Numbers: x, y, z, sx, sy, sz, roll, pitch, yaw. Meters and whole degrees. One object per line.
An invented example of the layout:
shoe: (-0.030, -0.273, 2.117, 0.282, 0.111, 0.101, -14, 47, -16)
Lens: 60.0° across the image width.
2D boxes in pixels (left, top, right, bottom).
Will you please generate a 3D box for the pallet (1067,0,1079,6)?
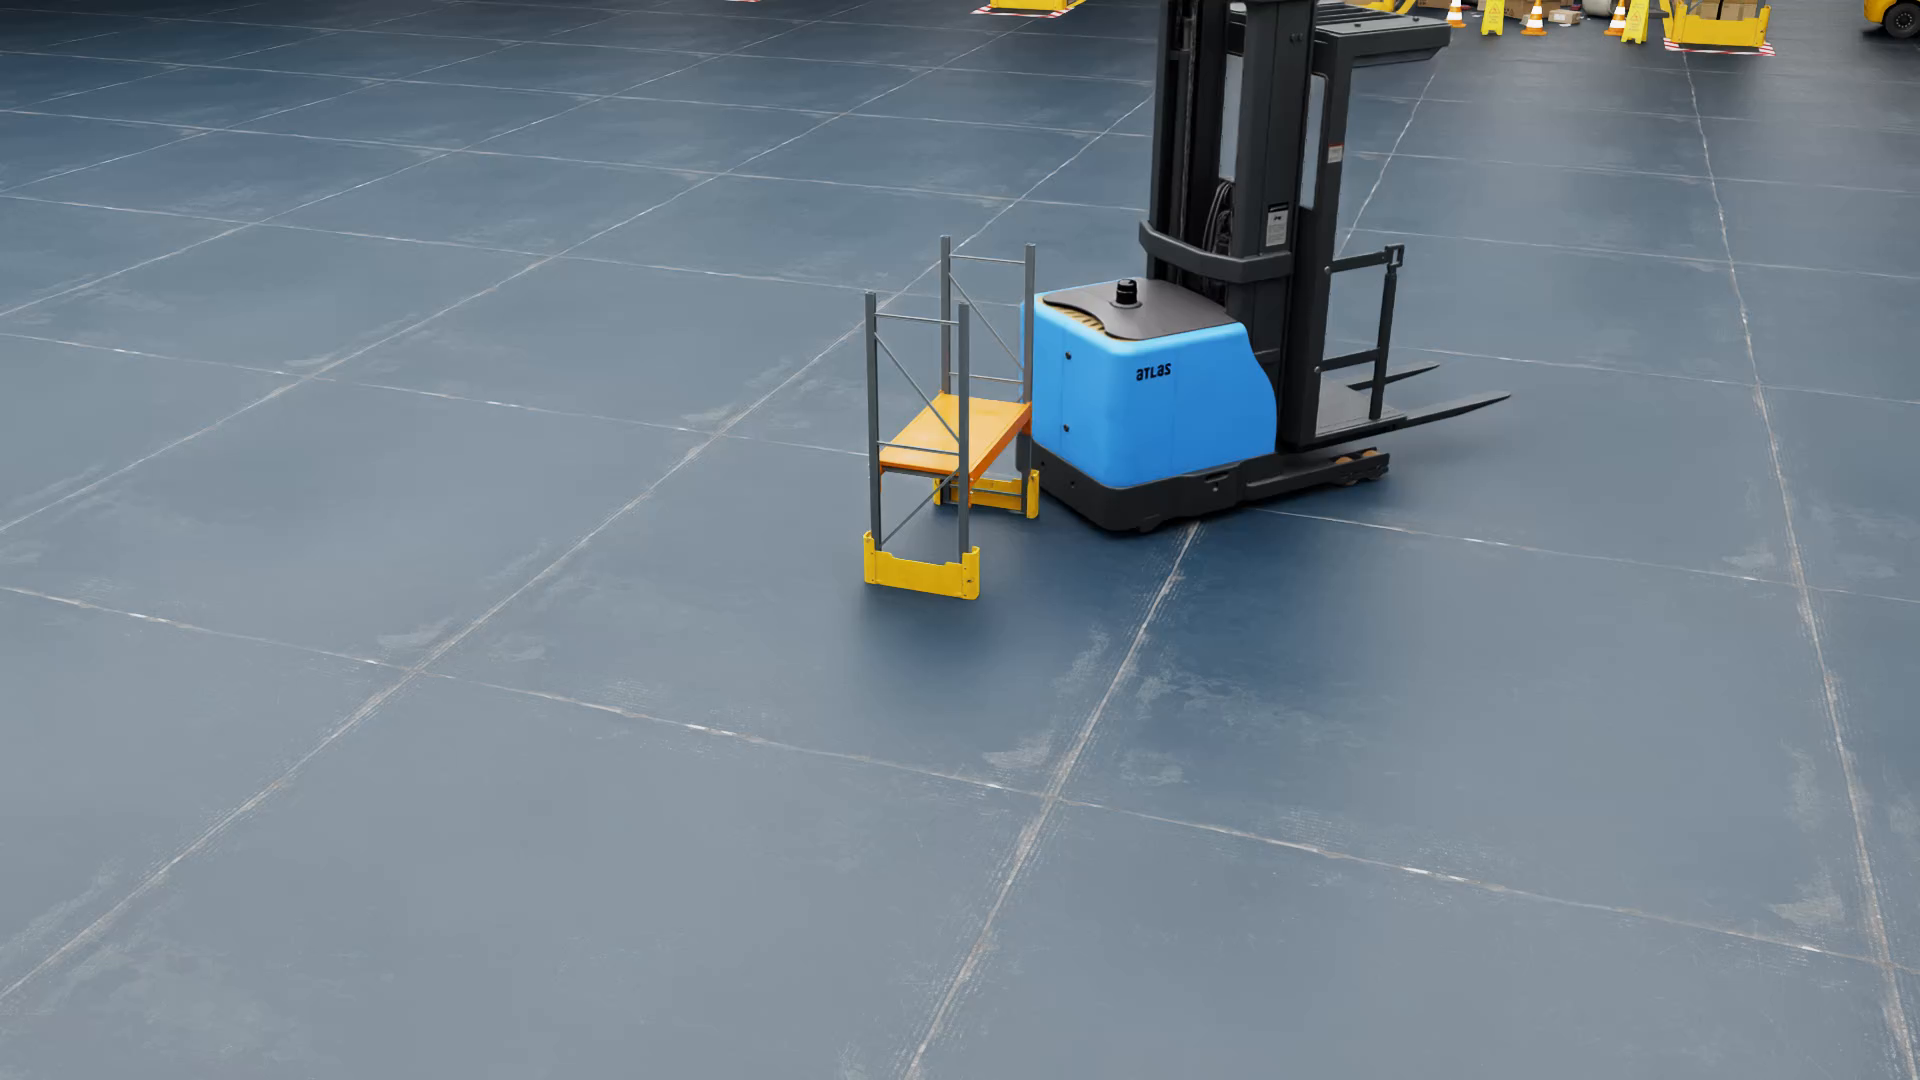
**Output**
pallet: (1.367, -8.706, 26.489, 1.003, 0.211, 1.213, 9, 27, 17)

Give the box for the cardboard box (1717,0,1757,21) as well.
cardboard box: (10.912, -7.407, 23.280, 0.500, 0.250, 0.500, 9, 27, 17)

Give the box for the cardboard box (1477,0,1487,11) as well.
cardboard box: (8.177, -8.280, 25.547, 0.396, 0.266, 0.258, 14, 29, 26)

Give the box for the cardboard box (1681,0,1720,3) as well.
cardboard box: (10.404, -7.820, 23.272, 0.500, 0.500, 0.500, 9, 27, 18)

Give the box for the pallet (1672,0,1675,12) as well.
pallet: (11.524, -8.272, 25.592, 1.003, 0.211, 1.213, 9, 27, 17)

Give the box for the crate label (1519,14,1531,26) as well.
crate label: (8.353, -7.593, 24.275, 0.250, 0.136, 0.298, -5, 26, -9)

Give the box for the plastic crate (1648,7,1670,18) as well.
plastic crate: (10.418, -7.968, 25.114, 0.402, 0.080, 0.583, 0, 26, -1)

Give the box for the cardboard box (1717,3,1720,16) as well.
cardboard box: (11.089, -7.616, 23.711, 0.500, 0.250, 0.500, 10, 27, 19)

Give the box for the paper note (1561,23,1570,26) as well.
paper note: (8.820, -7.505, 24.216, 0.148, 0.019, 0.142, 0, 26, -1)

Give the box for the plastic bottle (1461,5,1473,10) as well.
plastic bottle: (7.755, -8.215, 25.648, 0.283, 0.061, 0.133, 0, 26, -1)

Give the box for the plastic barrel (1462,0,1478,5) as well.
plastic barrel: (8.082, -8.636, 26.101, 0.421, 0.421, 0.512, -14, 29, -27)

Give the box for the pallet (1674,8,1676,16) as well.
pallet: (11.120, -7.769, 24.553, 1.003, 0.211, 1.213, 9, 27, 17)

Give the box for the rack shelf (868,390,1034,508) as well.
rack shelf: (-0.028, -0.478, 8.429, 0.538, 0.185, 1.000, 9, 27, 17)

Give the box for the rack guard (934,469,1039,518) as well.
rack guard: (0.140, -0.286, 9.054, 0.587, 0.250, 0.087, 9, 27, 17)

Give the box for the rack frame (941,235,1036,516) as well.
rack frame: (0.141, -0.849, 8.782, 0.500, 1.500, 0.032, 9, 27, 17)

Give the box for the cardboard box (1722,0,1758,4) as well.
cardboard box: (10.920, -7.754, 23.136, 0.500, 0.500, 0.500, 8, 27, 16)

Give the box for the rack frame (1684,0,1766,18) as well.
rack frame: (10.383, -8.164, 22.170, 1.000, 3.000, 0.127, 9, 27, 17)

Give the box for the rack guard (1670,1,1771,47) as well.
rack guard: (10.408, -7.070, 22.779, 1.175, 0.500, 0.348, 9, 27, 17)

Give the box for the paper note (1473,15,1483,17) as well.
paper note: (7.790, -7.884, 25.001, 0.144, 0.017, 0.142, 20, 32, 35)

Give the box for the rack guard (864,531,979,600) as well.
rack guard: (-0.191, 0.123, 8.208, 0.587, 0.250, 0.087, 9, 27, 17)

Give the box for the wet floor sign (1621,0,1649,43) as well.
wet floor sign: (9.311, -7.182, 22.842, 0.267, 0.644, 0.232, 20, 32, 35)

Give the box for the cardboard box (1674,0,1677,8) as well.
cardboard box: (10.747, -7.914, 24.327, 0.500, 0.250, 0.500, 8, 27, 16)

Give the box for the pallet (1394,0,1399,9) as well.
pallet: (6.281, -8.425, 25.909, 1.003, 0.211, 1.213, 9, 27, 17)

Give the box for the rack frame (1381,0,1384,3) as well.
rack frame: (5.681, -8.841, 23.567, 1.000, 3.000, 0.127, 9, 27, 17)

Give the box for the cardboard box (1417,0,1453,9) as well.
cardboard box: (7.464, -8.574, 25.881, 0.500, 0.500, 0.500, 14, 29, 26)

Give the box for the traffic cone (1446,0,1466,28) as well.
traffic cone: (7.197, -7.711, 24.145, 0.336, 0.463, 0.334, 9, 27, 17)

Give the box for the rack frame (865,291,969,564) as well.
rack frame: (-0.198, -0.431, 7.919, 0.500, 1.500, 0.032, 9, 27, 17)

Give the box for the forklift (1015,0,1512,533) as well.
forklift: (1.854, -1.806, 9.117, 3.031, 2.935, 1.130, -14, 29, -26)

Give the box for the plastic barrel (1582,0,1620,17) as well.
plastic barrel: (9.643, -8.073, 24.938, 0.421, 0.421, 0.512, -14, 29, -27)

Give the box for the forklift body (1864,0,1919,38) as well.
forklift body: (13.976, -8.108, 23.027, 2.313, 2.155, 1.214, 9, 27, 17)

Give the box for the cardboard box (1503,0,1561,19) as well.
cardboard box: (8.580, -8.130, 24.963, 0.797, 0.503, 0.637, -9, 27, -18)

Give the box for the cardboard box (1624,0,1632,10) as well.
cardboard box: (10.074, -8.441, 25.607, 0.500, 0.500, 0.500, -14, 29, -27)

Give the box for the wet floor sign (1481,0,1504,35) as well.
wet floor sign: (7.539, -7.482, 23.462, 0.267, 0.644, 0.232, 4, 26, 8)

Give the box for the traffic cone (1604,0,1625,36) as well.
traffic cone: (9.310, -7.386, 23.474, 0.336, 0.463, 0.334, 9, 27, 17)

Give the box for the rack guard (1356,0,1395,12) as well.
rack guard: (5.673, -7.706, 24.091, 1.175, 0.500, 0.348, 9, 27, 17)

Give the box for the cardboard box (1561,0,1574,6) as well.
cardboard box: (9.419, -8.554, 26.112, 0.258, 0.266, 0.396, -9, 27, -18)

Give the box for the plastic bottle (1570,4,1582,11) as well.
plastic bottle: (9.516, -8.227, 25.672, 0.133, 0.061, 0.283, 14, 29, 26)

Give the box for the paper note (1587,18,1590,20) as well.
paper note: (9.364, -7.761, 24.768, 0.032, 0.001, 0.123, 9, 27, 17)

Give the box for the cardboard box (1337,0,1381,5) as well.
cardboard box: (5.845, -8.361, 24.534, 0.875, 0.875, 0.875, 9, 27, 18)

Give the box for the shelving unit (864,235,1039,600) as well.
shelving unit: (-0.025, -0.644, 8.358, 0.587, 1.500, 1.083, 9, 27, 17)

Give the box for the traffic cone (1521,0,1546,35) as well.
traffic cone: (8.150, -7.407, 23.518, 0.336, 0.463, 0.334, 9, 27, 17)

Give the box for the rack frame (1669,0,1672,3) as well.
rack frame: (11.714, -9.808, 25.565, 1.000, 3.000, 0.127, 9, 27, 17)

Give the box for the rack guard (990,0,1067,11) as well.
rack guard: (1.063, -8.508, 25.747, 1.175, 0.500, 0.348, 9, 27, 17)

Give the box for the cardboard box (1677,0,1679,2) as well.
cardboard box: (10.578, -7.699, 23.882, 0.500, 0.250, 0.500, 9, 27, 18)

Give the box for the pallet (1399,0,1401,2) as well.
pallet: (6.686, -8.928, 26.948, 1.003, 0.211, 1.213, 9, 27, 17)

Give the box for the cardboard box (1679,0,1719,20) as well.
cardboard box: (10.406, -7.497, 23.465, 0.500, 0.250, 0.500, 9, 27, 17)

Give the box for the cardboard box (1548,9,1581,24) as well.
cardboard box: (8.914, -7.712, 24.508, 0.250, 0.149, 0.380, -20, 33, -36)

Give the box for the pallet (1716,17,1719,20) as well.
pallet: (10.712, -7.269, 23.521, 1.003, 0.211, 1.213, 9, 27, 17)
